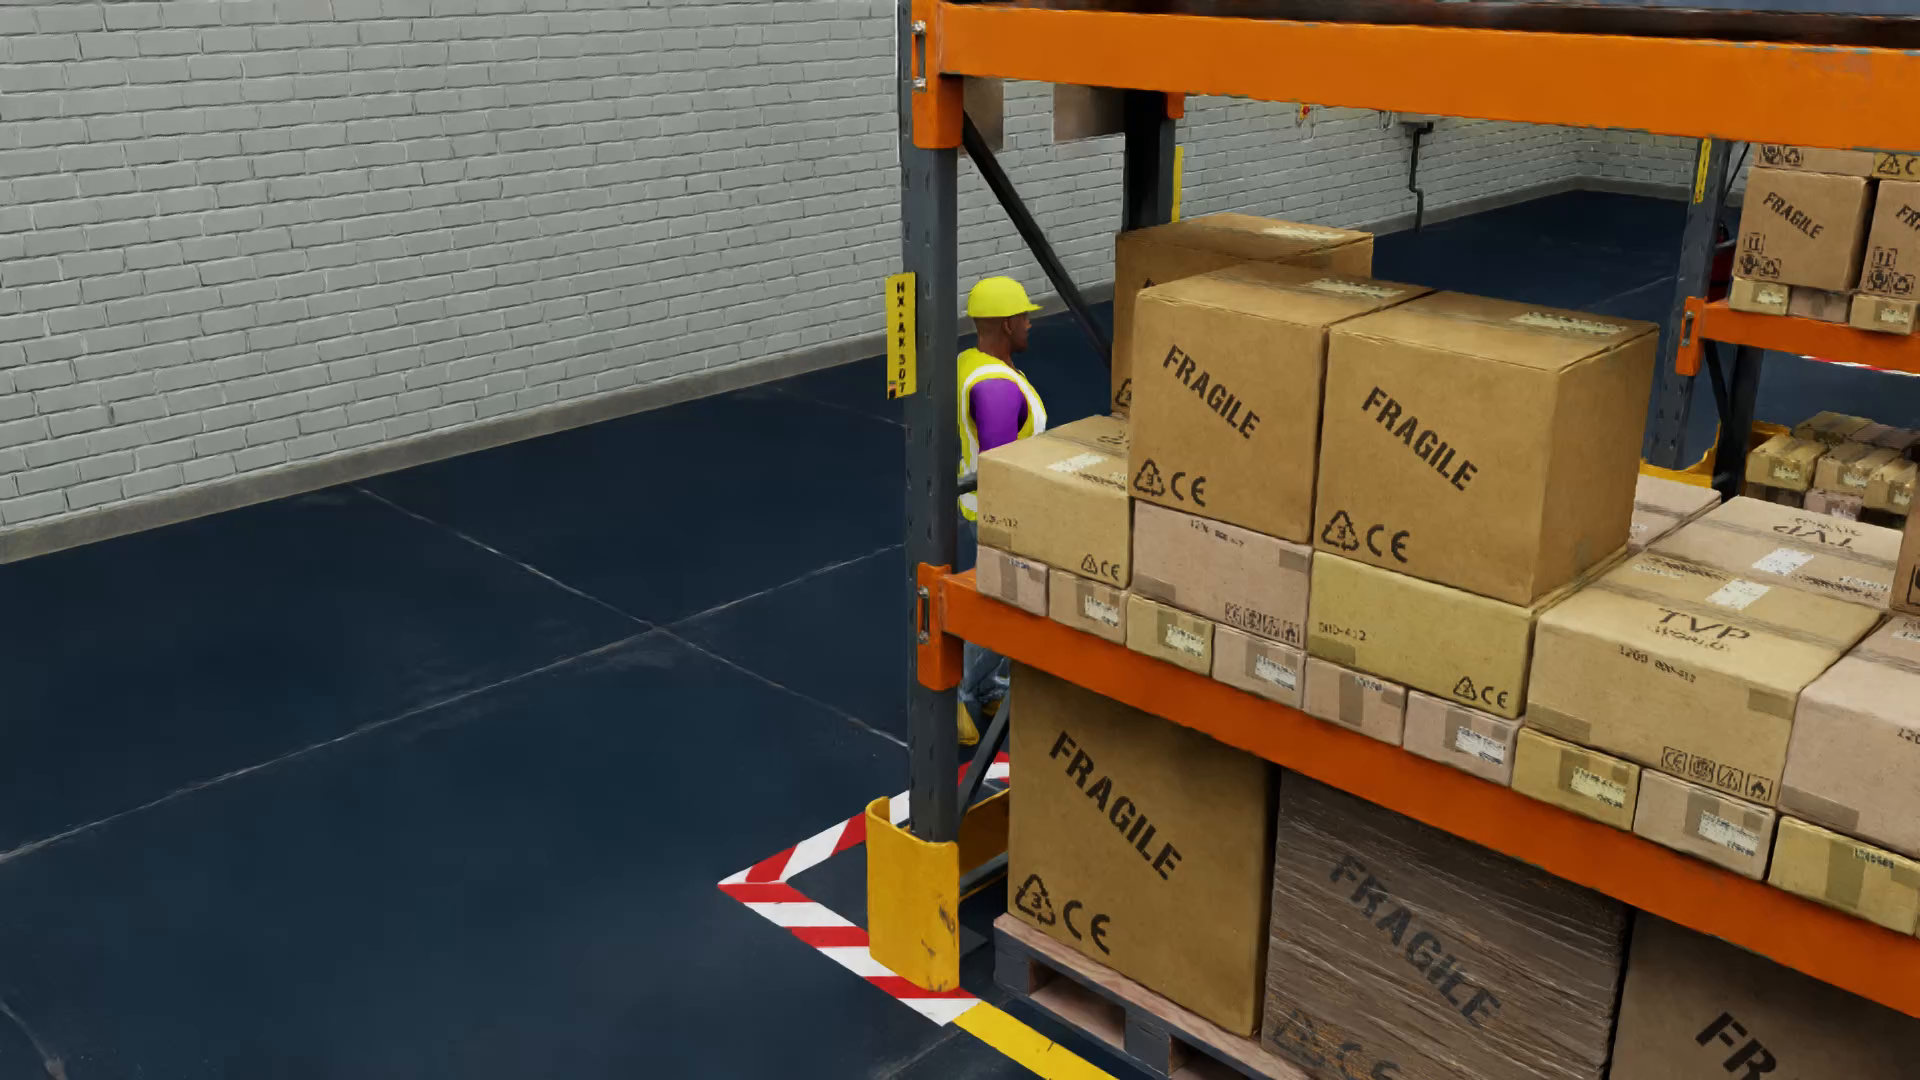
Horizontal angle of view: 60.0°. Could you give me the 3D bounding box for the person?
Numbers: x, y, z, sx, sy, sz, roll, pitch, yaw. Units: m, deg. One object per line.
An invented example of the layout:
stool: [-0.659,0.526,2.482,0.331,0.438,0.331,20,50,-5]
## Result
person: [0.129,-0.119,6.340,0.523,1.766,0.667,-2,21,-5]
